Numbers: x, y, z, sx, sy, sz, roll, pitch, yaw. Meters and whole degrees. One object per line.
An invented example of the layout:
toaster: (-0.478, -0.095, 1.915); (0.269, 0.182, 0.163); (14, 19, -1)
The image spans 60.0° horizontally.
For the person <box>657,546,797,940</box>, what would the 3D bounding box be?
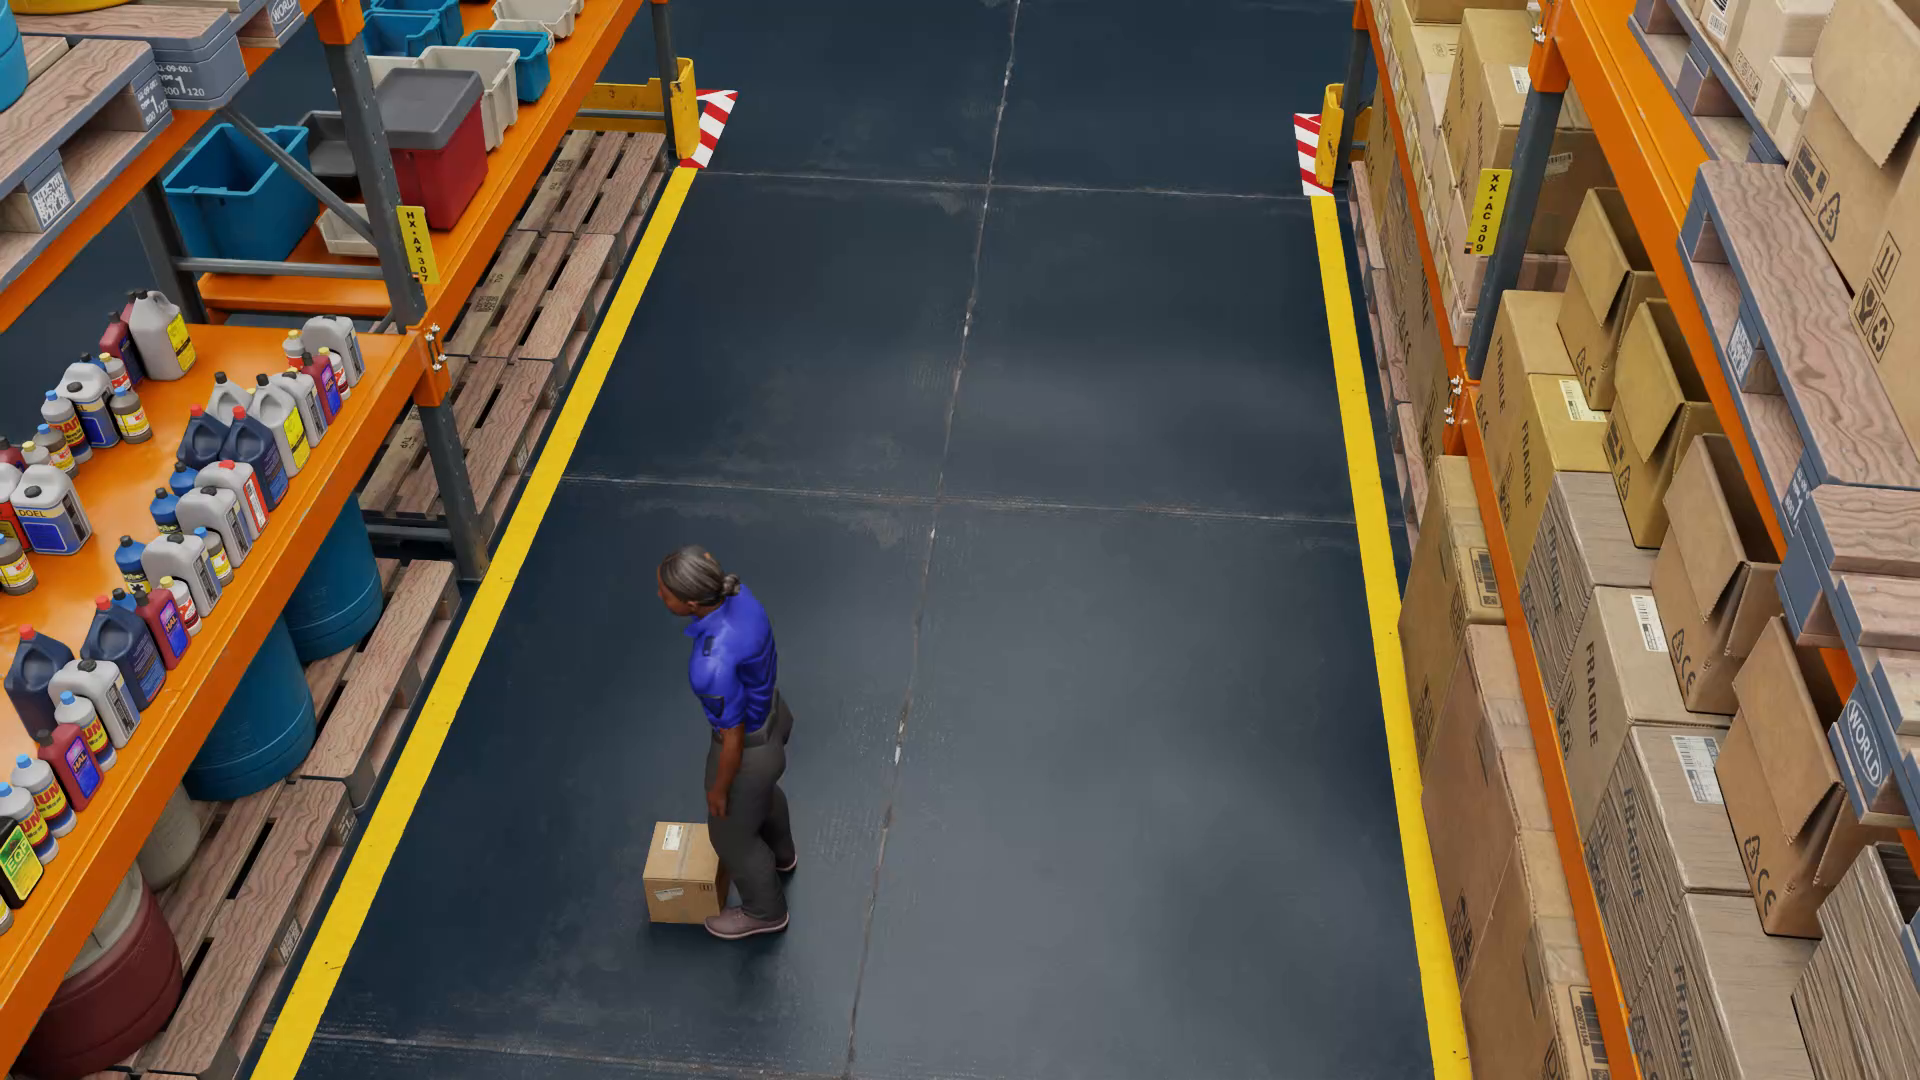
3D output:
person: (-0.727, 0.647, 5.398); (0.352, 1.654, 0.518); (3, 40, 3)
